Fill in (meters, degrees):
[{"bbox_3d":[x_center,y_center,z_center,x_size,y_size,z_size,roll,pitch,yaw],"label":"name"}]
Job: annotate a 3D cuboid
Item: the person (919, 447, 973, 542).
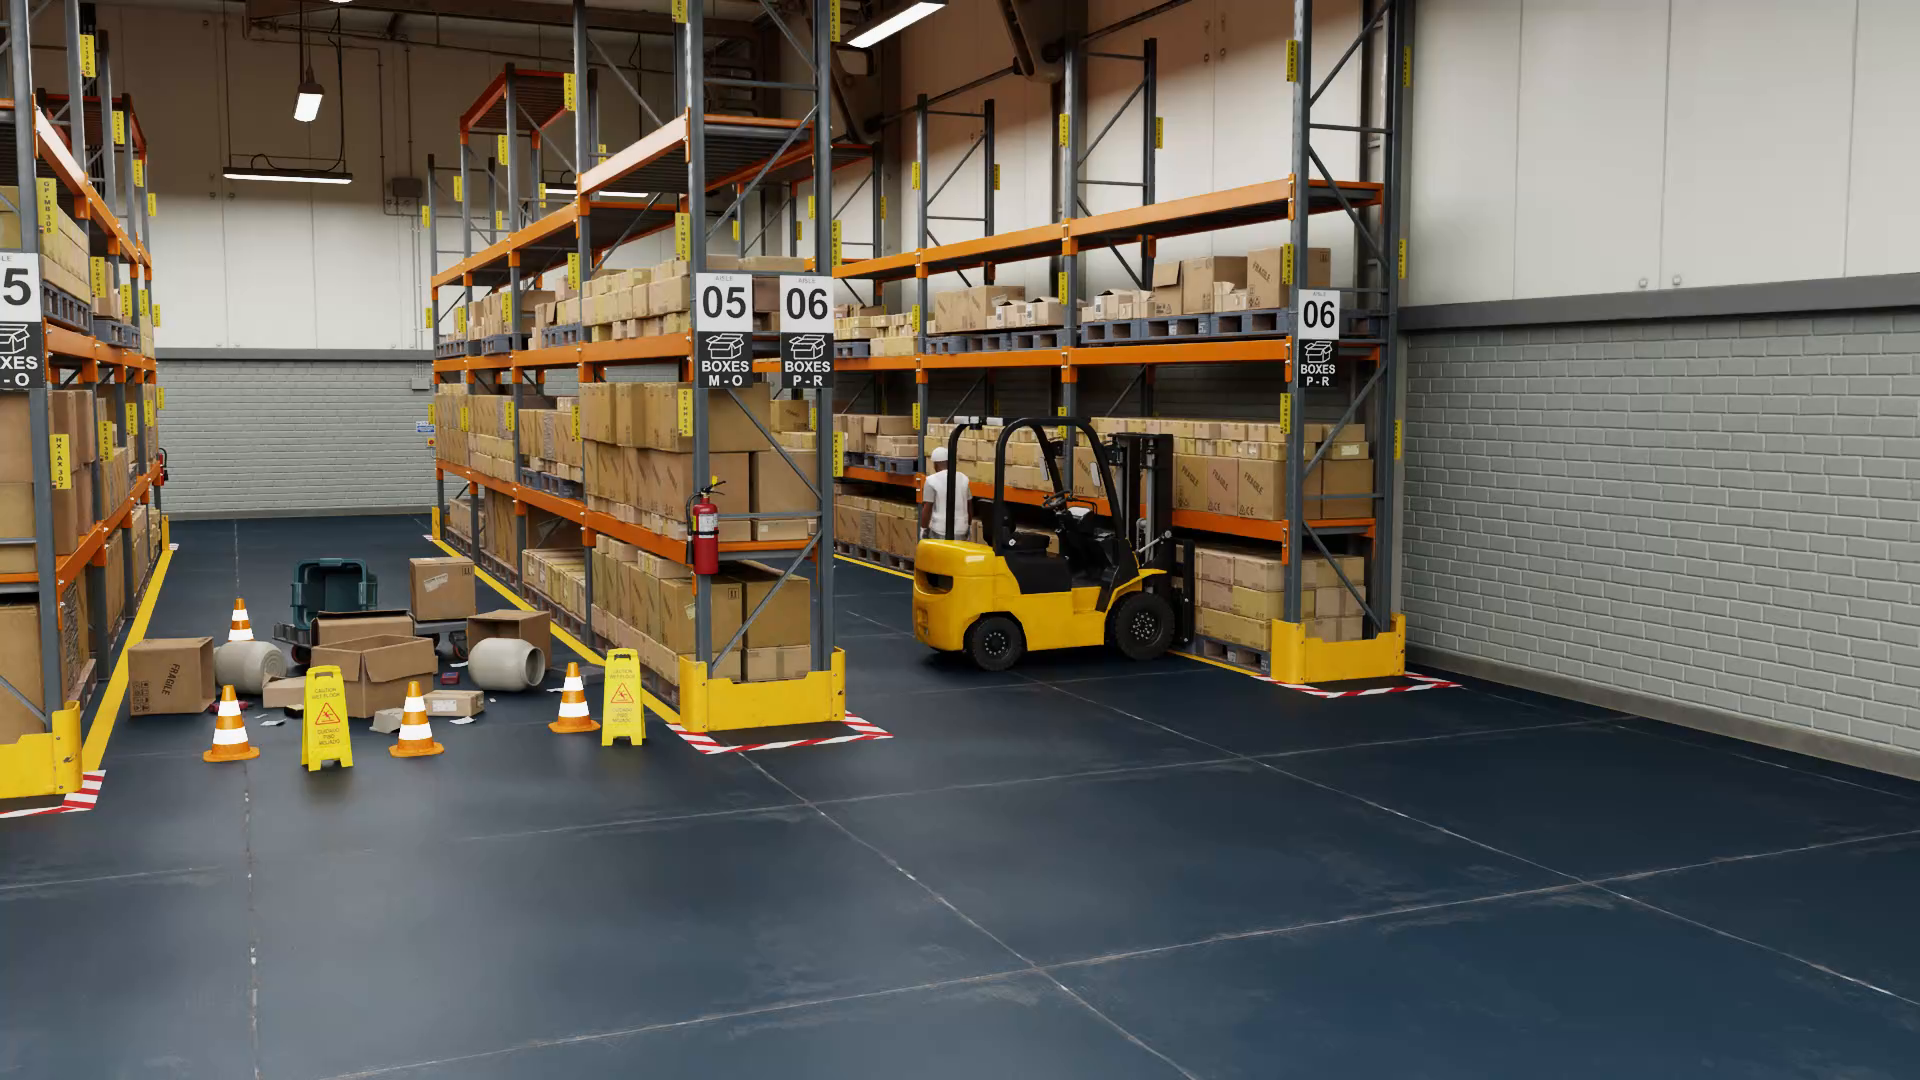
[{"bbox_3d":[-0.149,-0.102,17.738,0.627,1.774,0.450,-3,6,-27],"label":"person"}]
